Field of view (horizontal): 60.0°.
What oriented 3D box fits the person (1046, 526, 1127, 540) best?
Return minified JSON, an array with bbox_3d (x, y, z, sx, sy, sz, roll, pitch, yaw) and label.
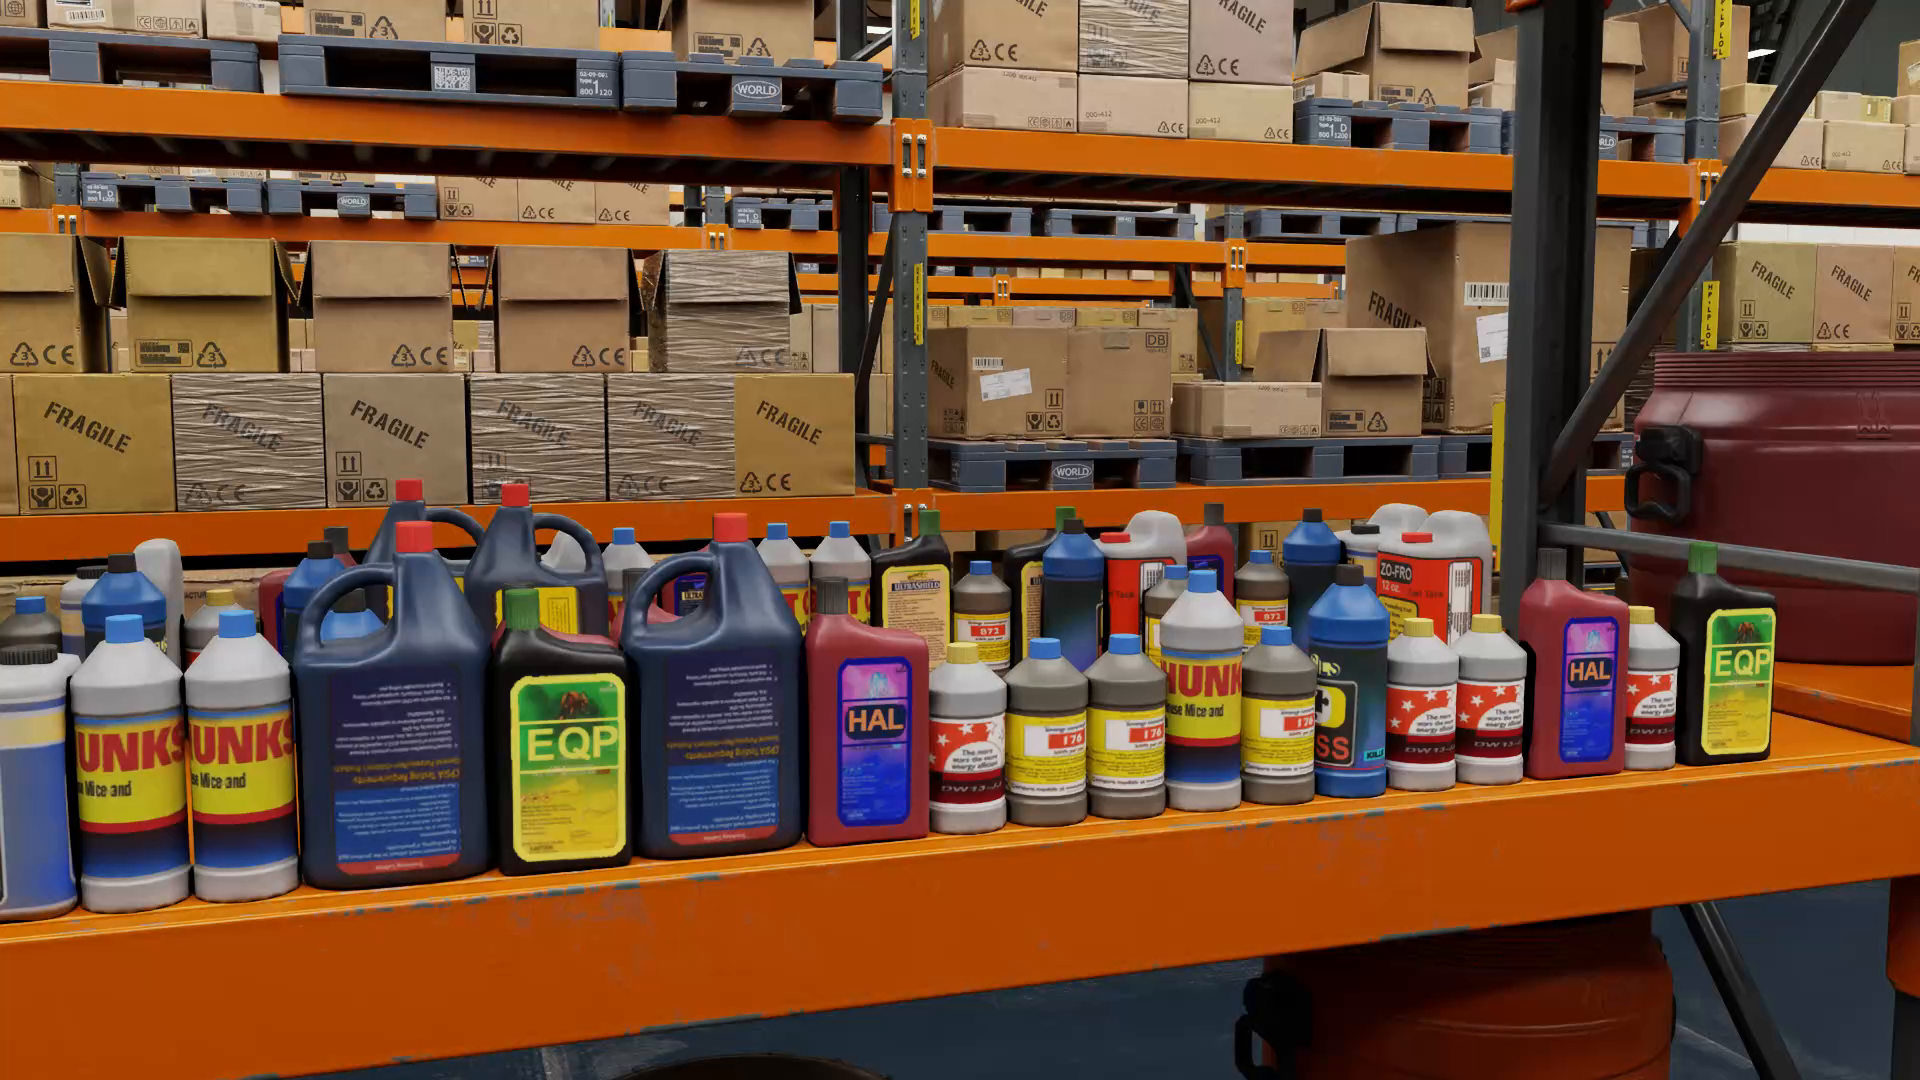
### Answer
[{"bbox_3d":[0.830,0.040,9.694,0.677,1.598,0.470,-2,6,-20],"label":"person"}]
